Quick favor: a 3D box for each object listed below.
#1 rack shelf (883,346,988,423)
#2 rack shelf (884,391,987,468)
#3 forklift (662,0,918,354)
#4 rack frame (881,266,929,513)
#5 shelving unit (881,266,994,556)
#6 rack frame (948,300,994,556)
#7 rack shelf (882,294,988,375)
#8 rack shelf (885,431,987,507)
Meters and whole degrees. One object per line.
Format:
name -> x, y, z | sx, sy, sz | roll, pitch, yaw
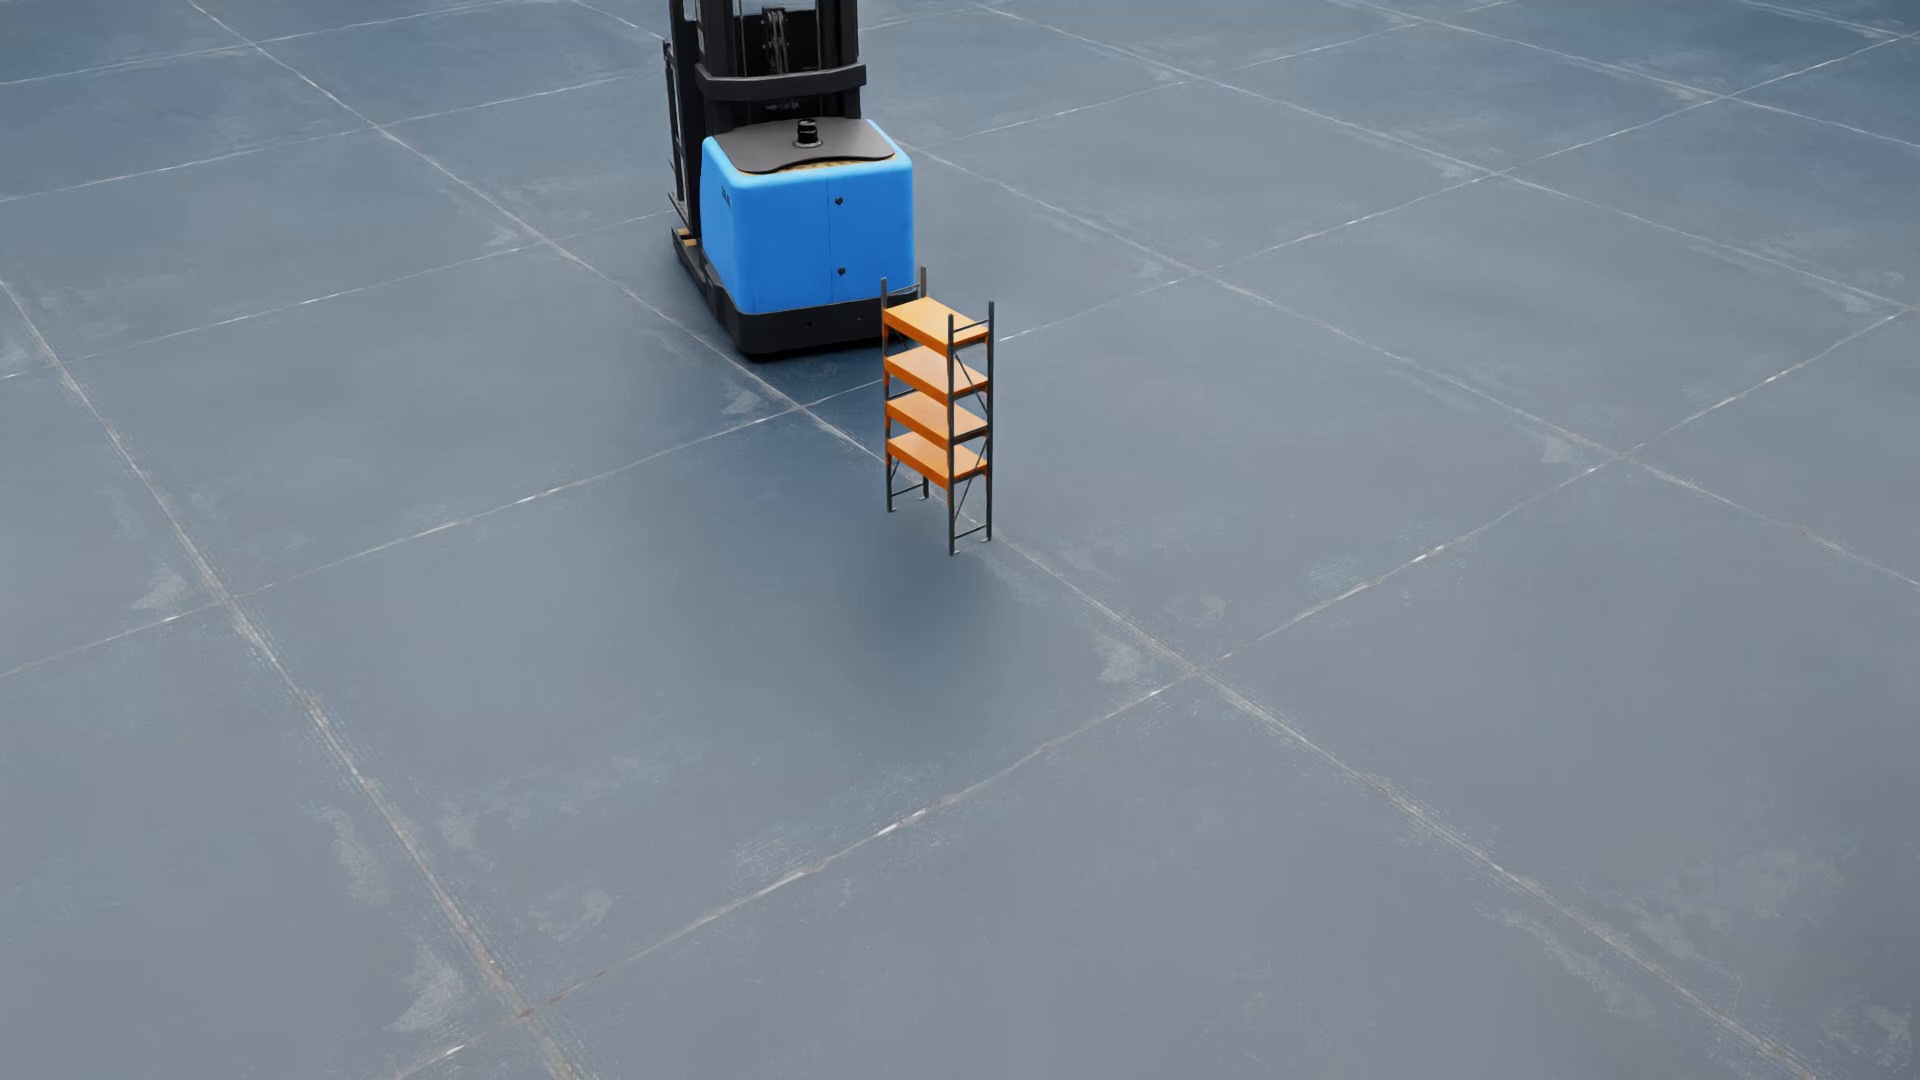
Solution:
rack shelf -> -0.102, -0.712, 7.462 | 0.258, 0.148, 0.480 | -22, 38, -31
rack shelf -> -0.102, -0.522, 7.580 | 0.258, 0.148, 0.480 | -22, 38, -31
forklift -> -1.213, -3.051, 9.884 | 1.130, 2.935, 3.031 | -11, 33, -16
rack frame -> -0.251, -0.680, 7.708 | 0.240, 1.200, 0.015 | -22, 38, -31
shelving unit -> -0.102, -0.579, 7.545 | 0.258, 1.200, 0.503 | -22, 38, -31
rack frame -> 0.048, -0.477, 7.381 | 0.240, 1.200, 0.015 | -22, 38, -31
rack shelf -> -0.102, -0.913, 7.337 | 0.258, 0.148, 0.480 | -22, 38, -31
rack shelf -> -0.102, -0.353, 7.685 | 0.258, 0.148, 0.480 | -22, 38, -31
